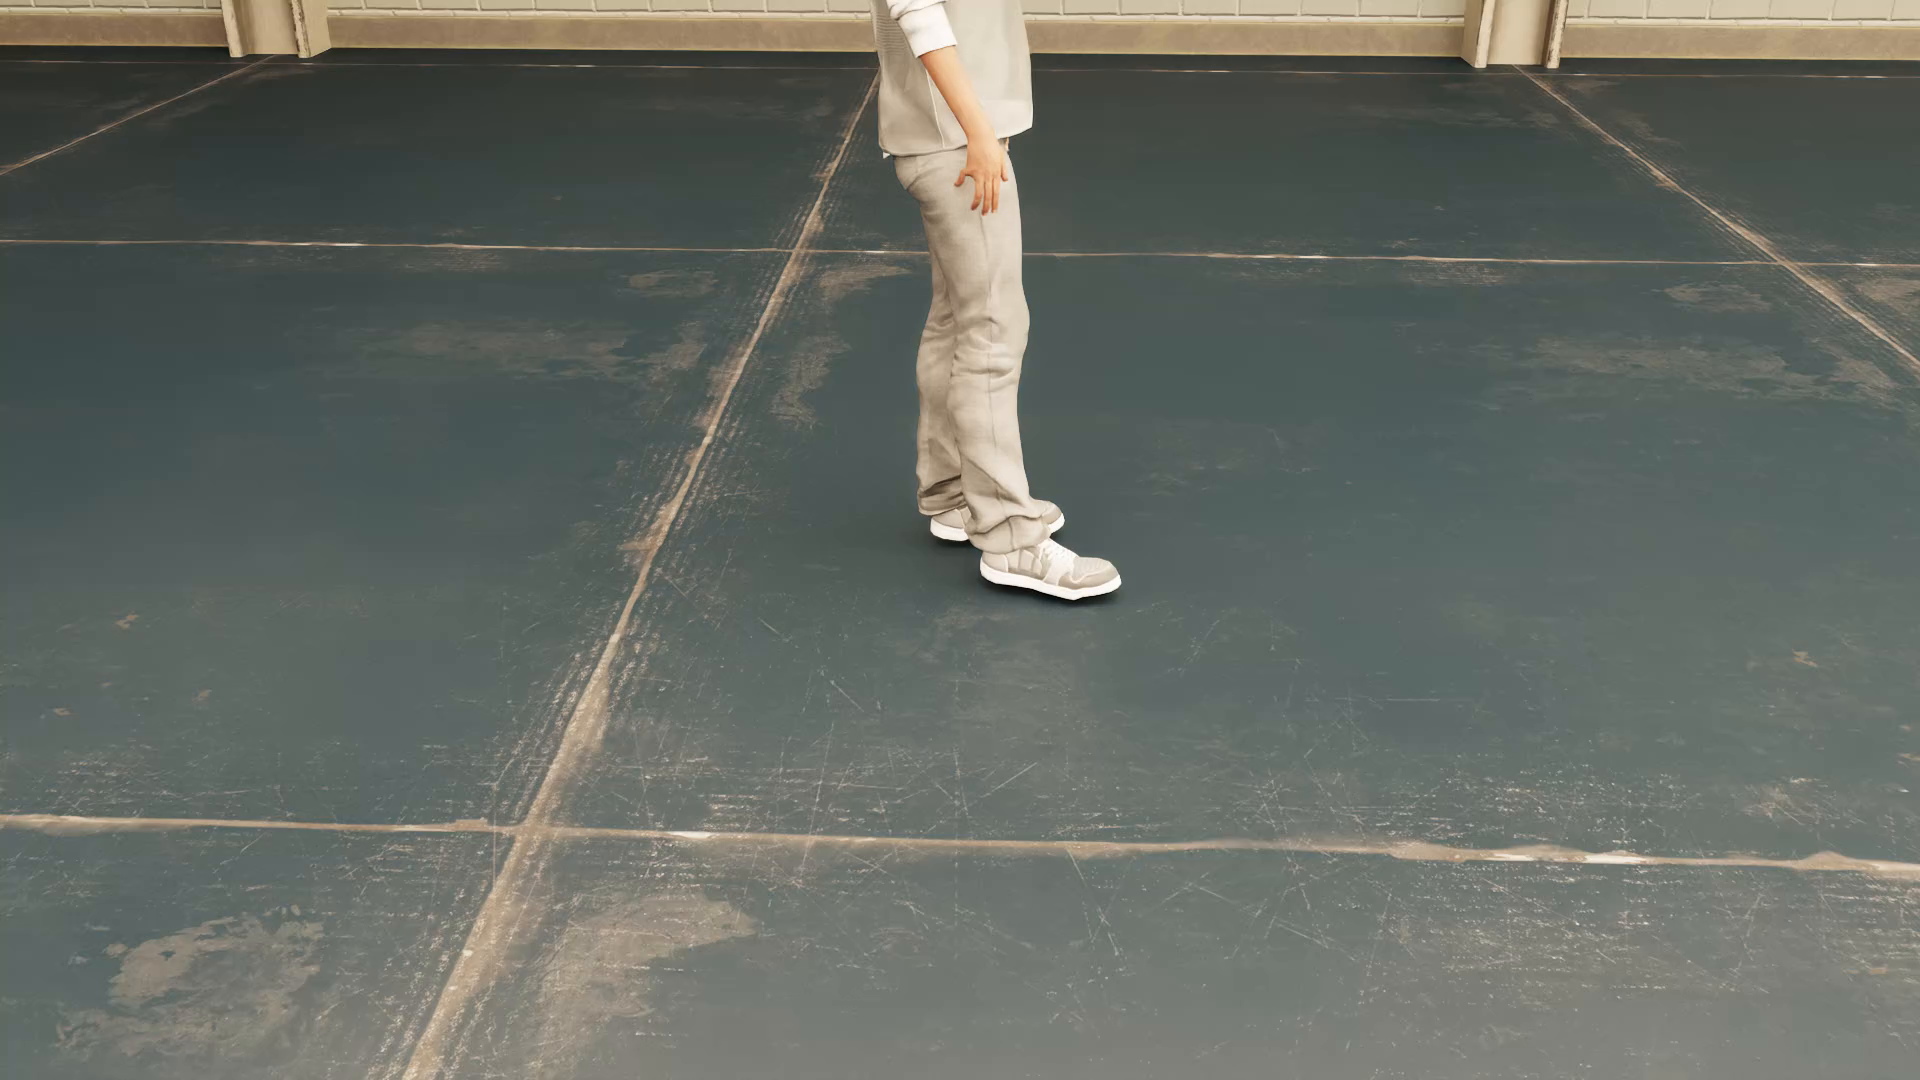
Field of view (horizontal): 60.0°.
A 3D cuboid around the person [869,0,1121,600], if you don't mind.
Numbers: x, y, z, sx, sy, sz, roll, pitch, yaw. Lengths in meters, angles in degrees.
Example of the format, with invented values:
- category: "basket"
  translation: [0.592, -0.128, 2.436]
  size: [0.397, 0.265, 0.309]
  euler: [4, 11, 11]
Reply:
- category: "person"
  translation: [0.074, -0.715, 2.960]
  size: [0.473, 1.599, 0.520]
  euler: [1, 26, 2]
